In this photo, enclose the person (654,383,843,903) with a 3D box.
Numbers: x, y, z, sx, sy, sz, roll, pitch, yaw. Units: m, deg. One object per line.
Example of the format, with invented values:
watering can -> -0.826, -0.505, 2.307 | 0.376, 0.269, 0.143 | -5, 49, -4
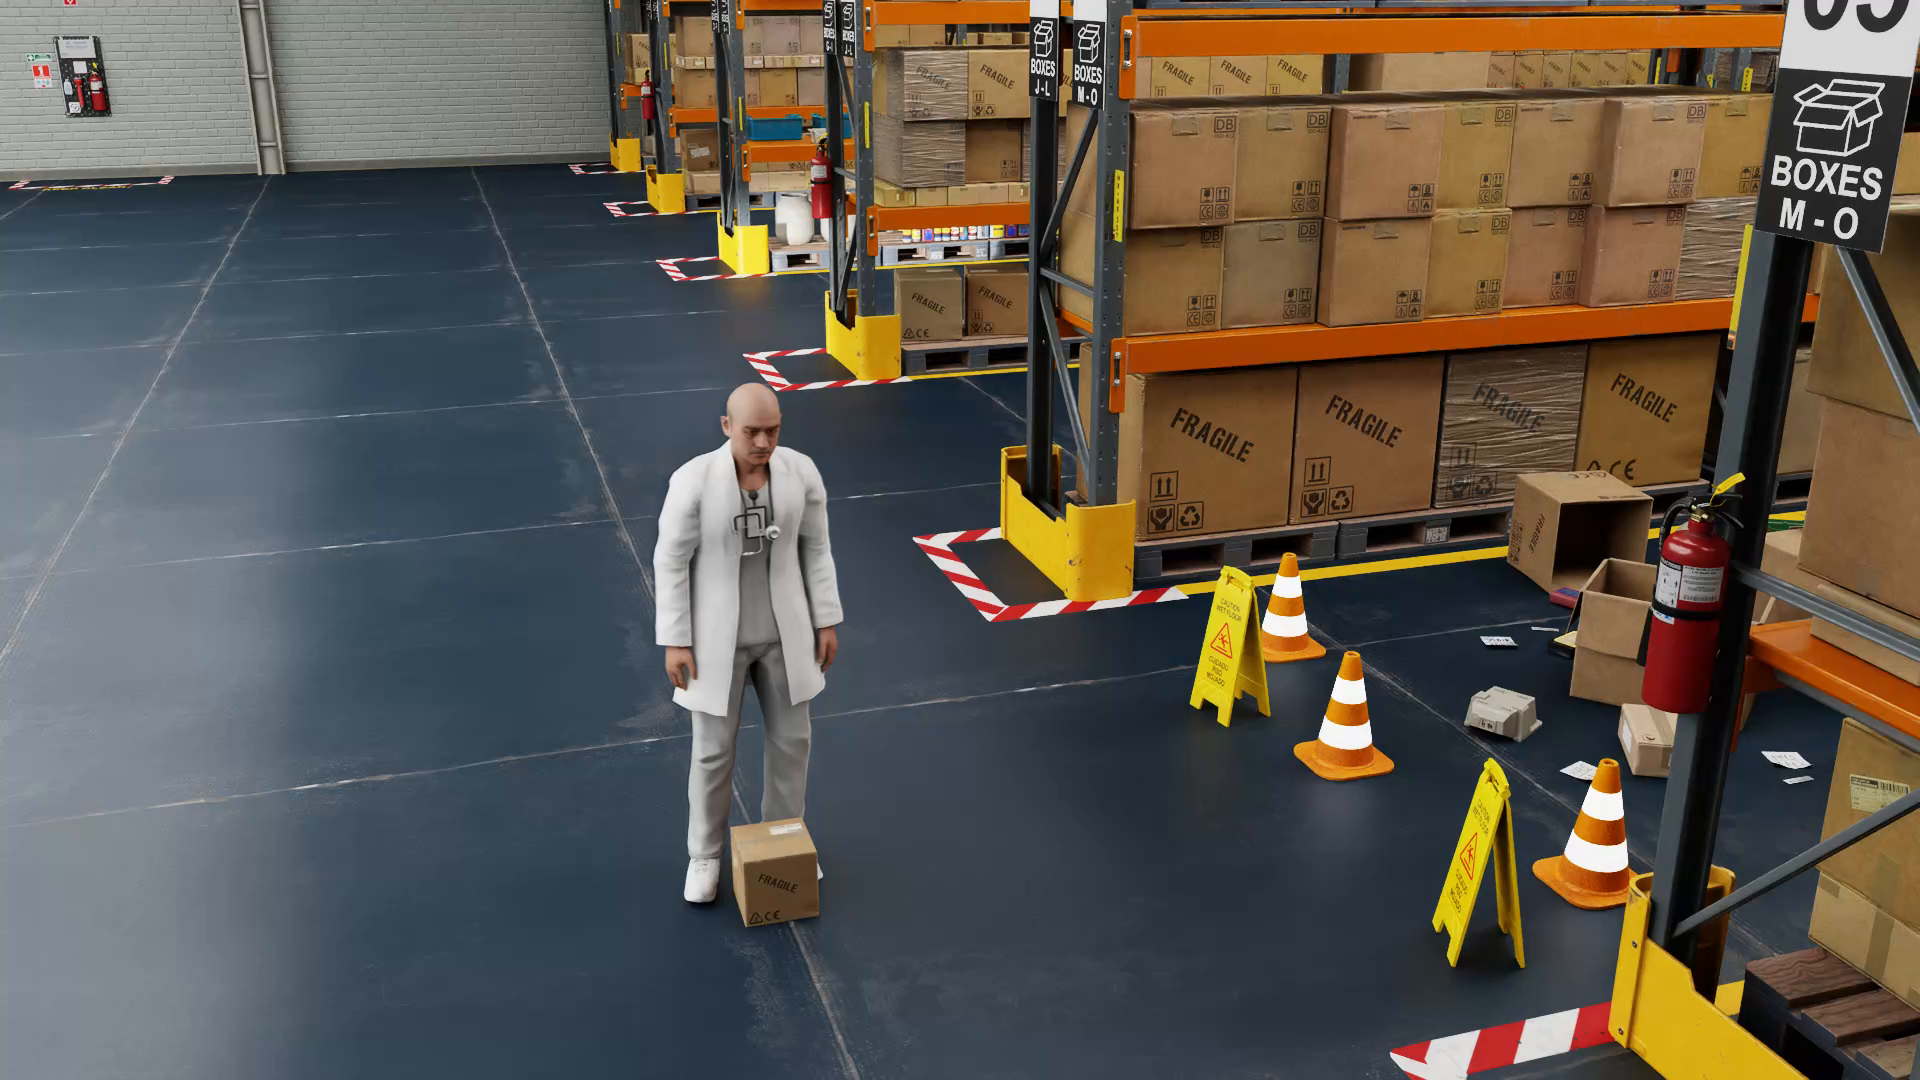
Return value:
person -> -0.704, 0.329, 5.633 | 0.649, 1.772, 0.429 | -7, 20, -21
